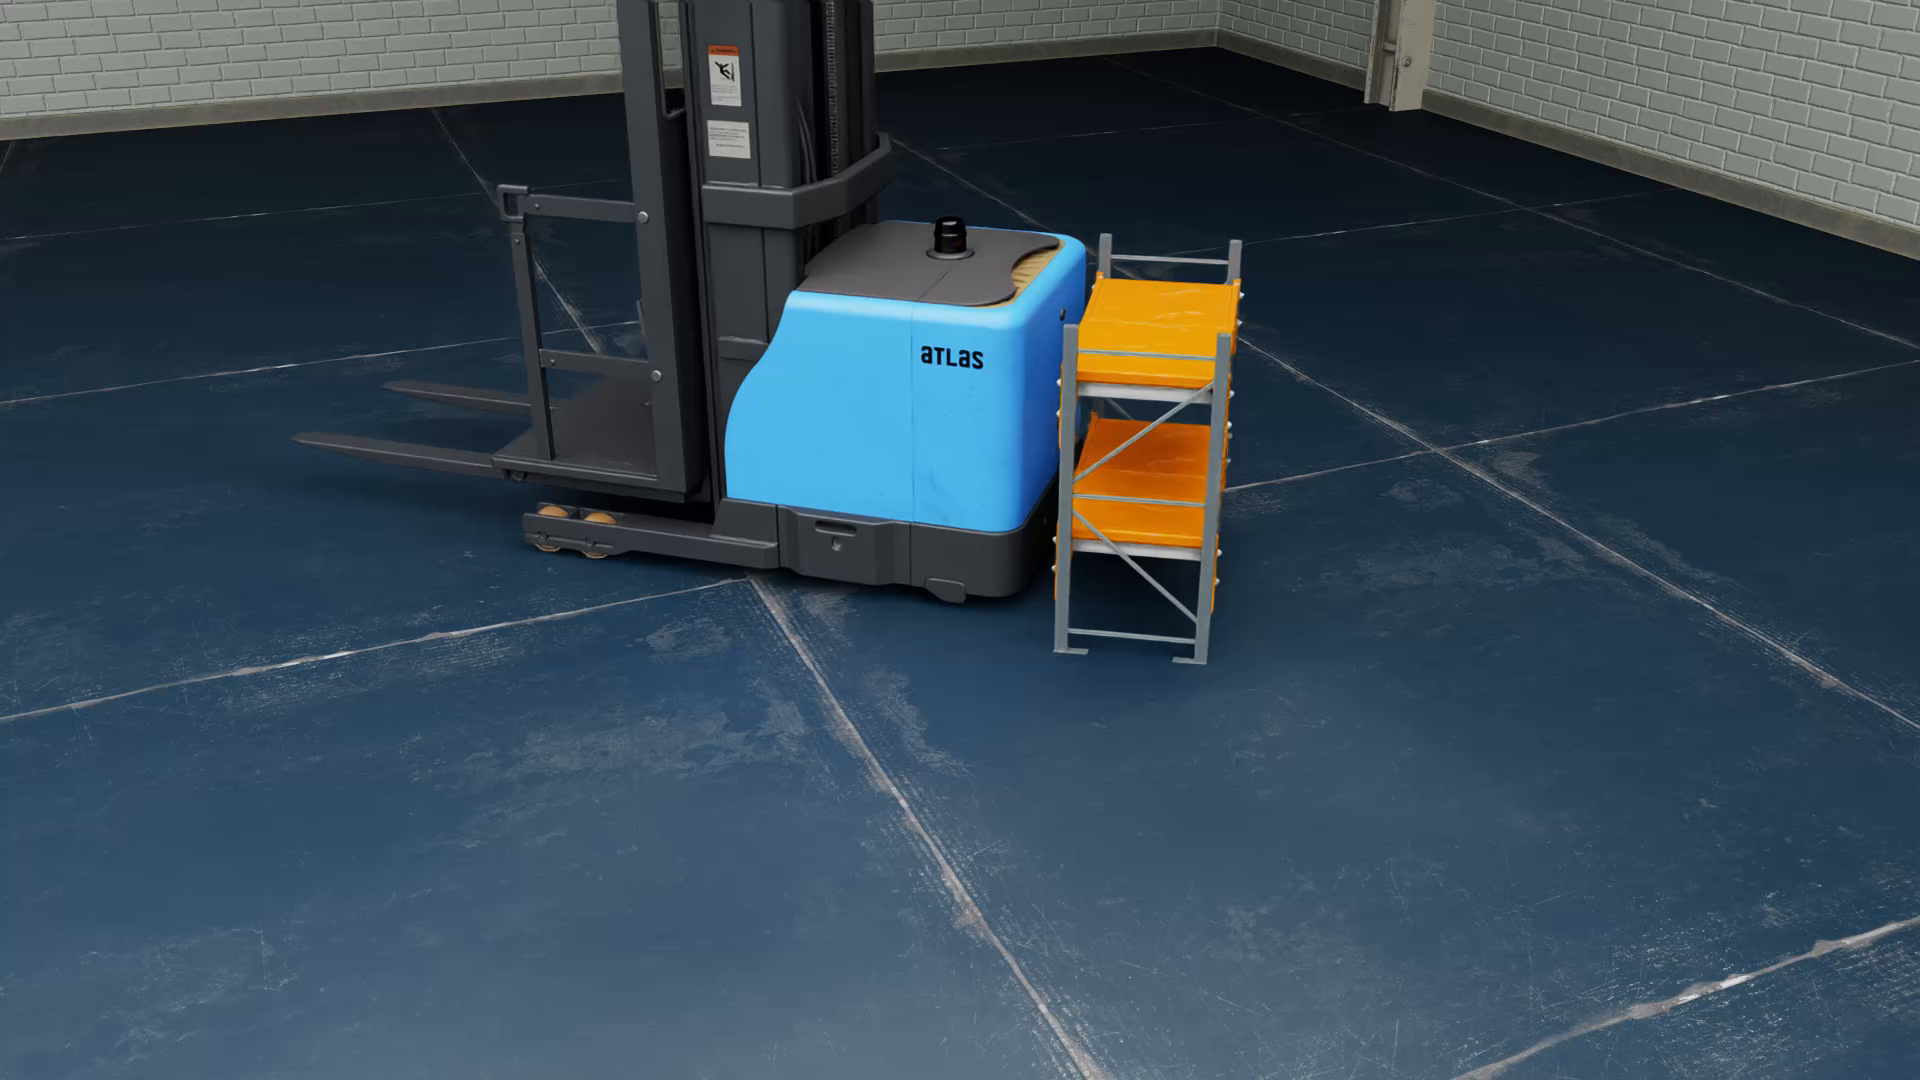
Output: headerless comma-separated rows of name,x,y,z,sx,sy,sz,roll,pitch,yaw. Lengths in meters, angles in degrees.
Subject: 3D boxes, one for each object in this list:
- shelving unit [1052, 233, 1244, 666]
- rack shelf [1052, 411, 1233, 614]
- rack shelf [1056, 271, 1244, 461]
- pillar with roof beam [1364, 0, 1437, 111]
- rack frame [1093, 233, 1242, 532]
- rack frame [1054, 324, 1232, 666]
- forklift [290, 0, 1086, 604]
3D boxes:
shelving unit,0.652,-0.341,5.667,0.538,1.125,1.048,5,26,9
rack shelf,0.652,-0.121,5.774,0.538,0.278,1.000,5,26,9
rack shelf,0.652,-0.604,5.538,0.538,0.278,1.000,5,26,9
pillar with roof beam,-0.453,-6.823,9.968,9.100,9.000,0.400,-11,28,-21
rack frame,0.744,-0.560,6.116,0.500,1.125,0.032,5,26,9
rack frame,0.560,-0.122,5.217,0.500,1.125,0.032,5,26,9
forklift,-1.100,-1.459,5.899,3.031,2.935,1.130,8,27,15
